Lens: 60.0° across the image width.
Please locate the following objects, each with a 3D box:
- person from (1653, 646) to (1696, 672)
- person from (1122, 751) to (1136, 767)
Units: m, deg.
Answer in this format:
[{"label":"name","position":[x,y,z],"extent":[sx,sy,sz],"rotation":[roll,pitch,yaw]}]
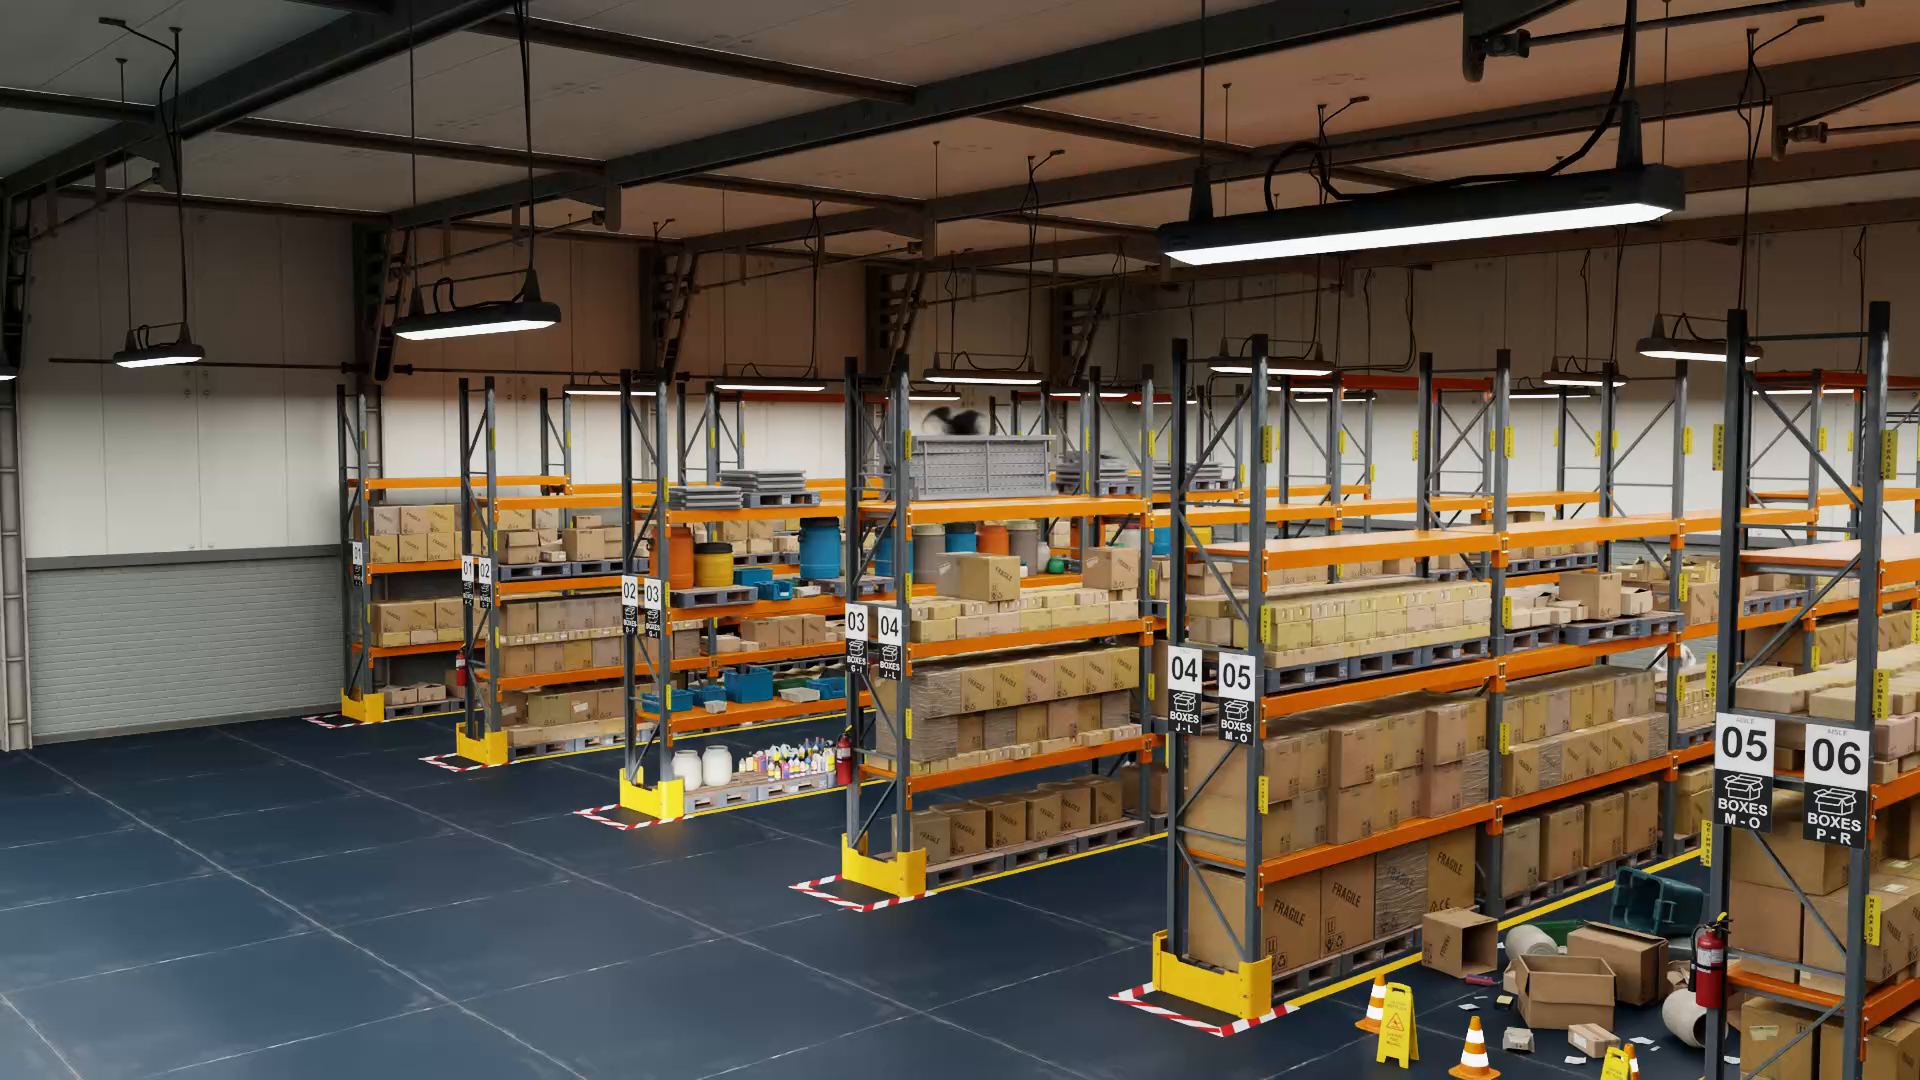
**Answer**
[{"label":"person","position":[12.233,2.441,28.463],"extent":[0.751,1.745,0.907],"rotation":[0,4,0]},{"label":"person","position":[2.698,2.742,25.607],"extent":[0.533,1.537,0.715],"rotation":[4,5,44]}]
